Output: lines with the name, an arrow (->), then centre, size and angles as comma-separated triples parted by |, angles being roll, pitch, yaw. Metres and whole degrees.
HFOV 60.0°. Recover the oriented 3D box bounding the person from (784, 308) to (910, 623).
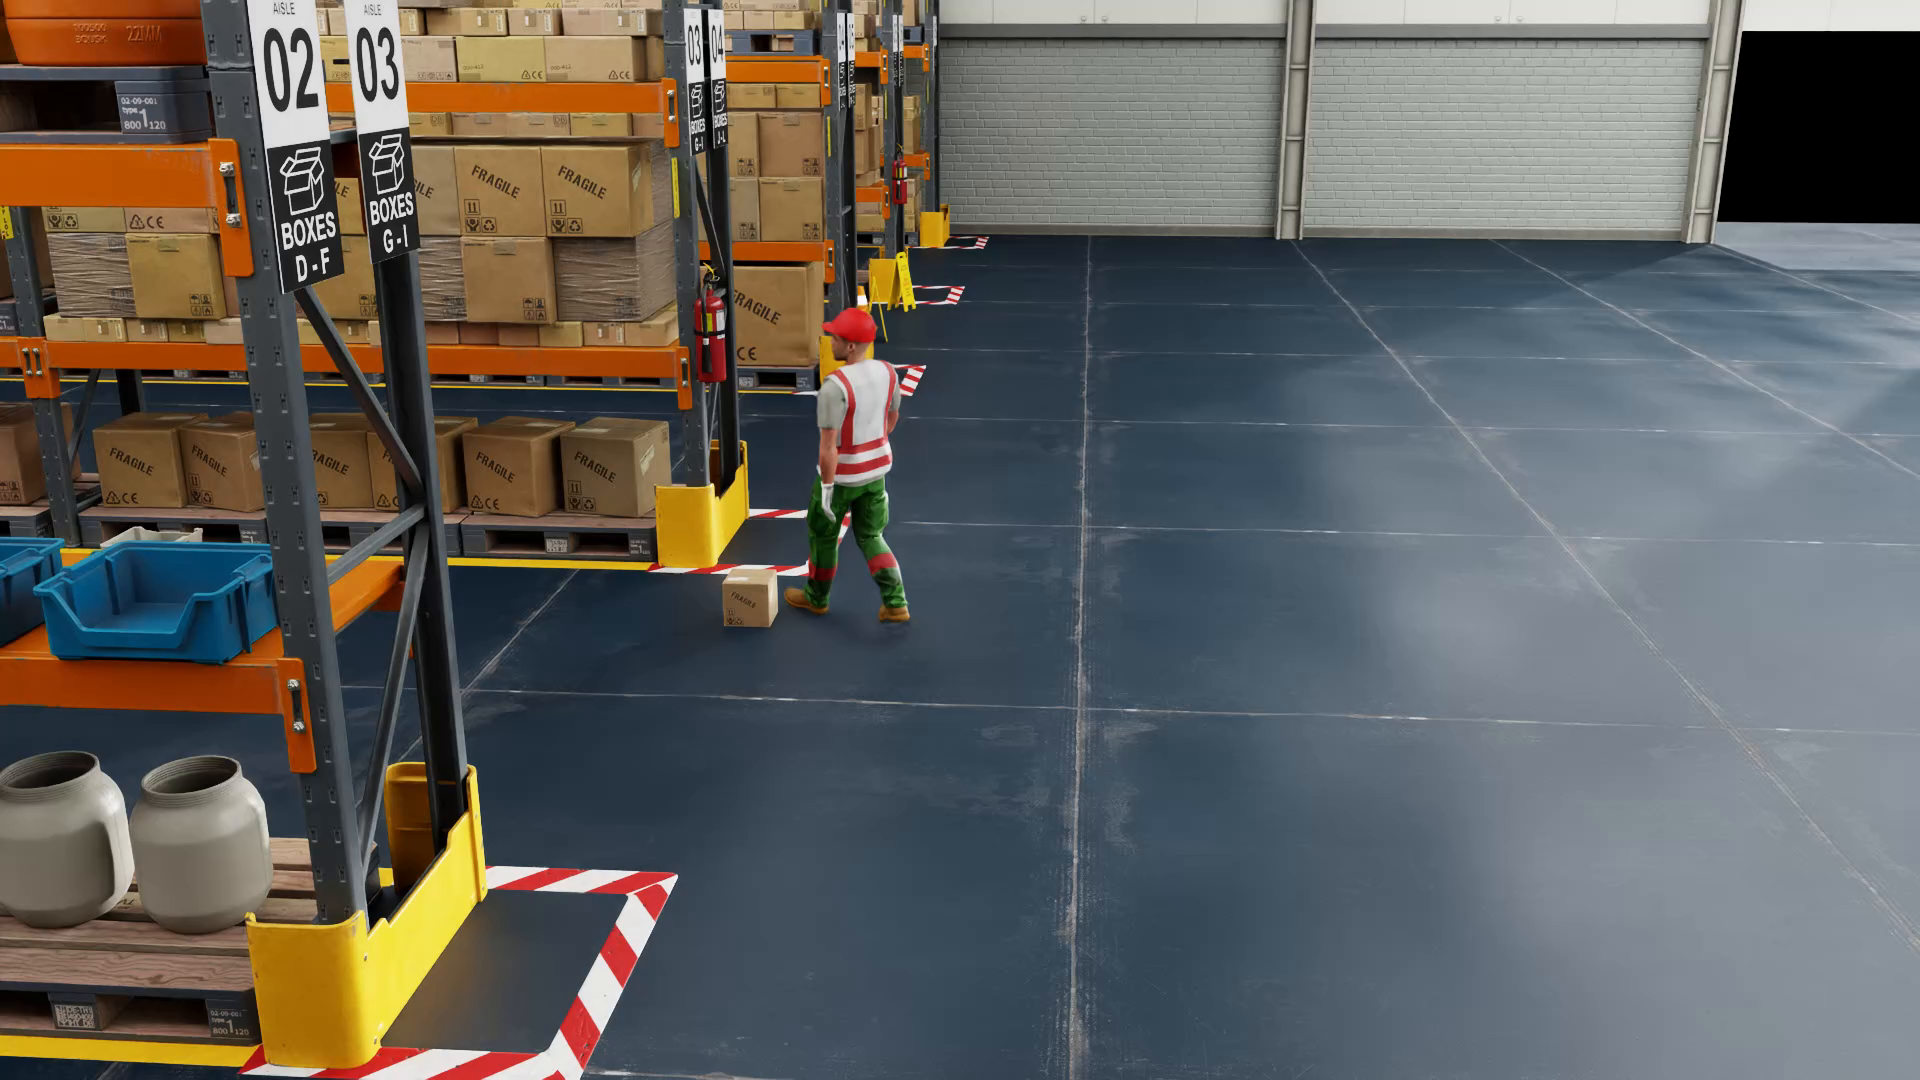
person -> -0.604, -0.383, 8.786 | 0.622, 1.743, 0.959 | -15, 23, -39
